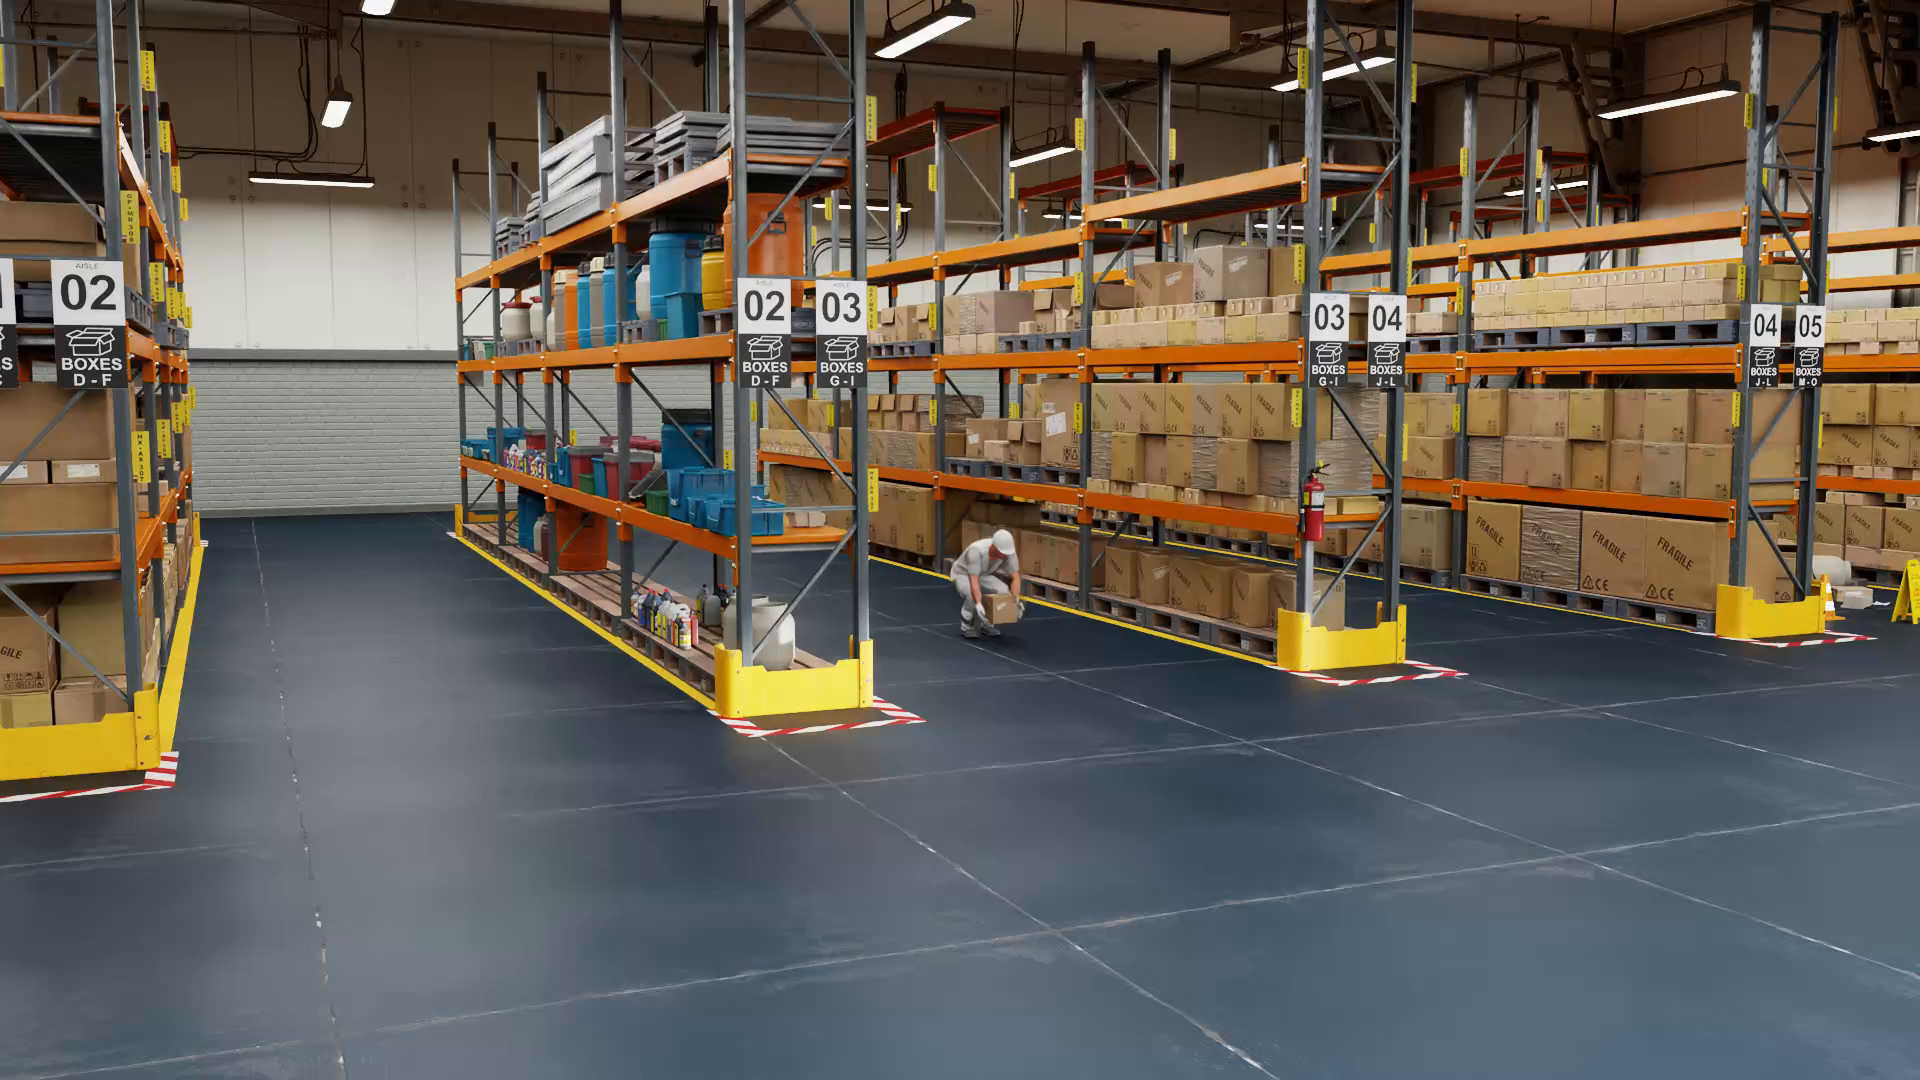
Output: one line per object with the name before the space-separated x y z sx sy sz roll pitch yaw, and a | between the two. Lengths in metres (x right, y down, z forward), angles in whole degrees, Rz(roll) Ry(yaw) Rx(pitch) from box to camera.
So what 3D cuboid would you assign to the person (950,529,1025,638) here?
person | 0.257 0.408 16.062 0.573 1.074 0.858 -2 6 -24
